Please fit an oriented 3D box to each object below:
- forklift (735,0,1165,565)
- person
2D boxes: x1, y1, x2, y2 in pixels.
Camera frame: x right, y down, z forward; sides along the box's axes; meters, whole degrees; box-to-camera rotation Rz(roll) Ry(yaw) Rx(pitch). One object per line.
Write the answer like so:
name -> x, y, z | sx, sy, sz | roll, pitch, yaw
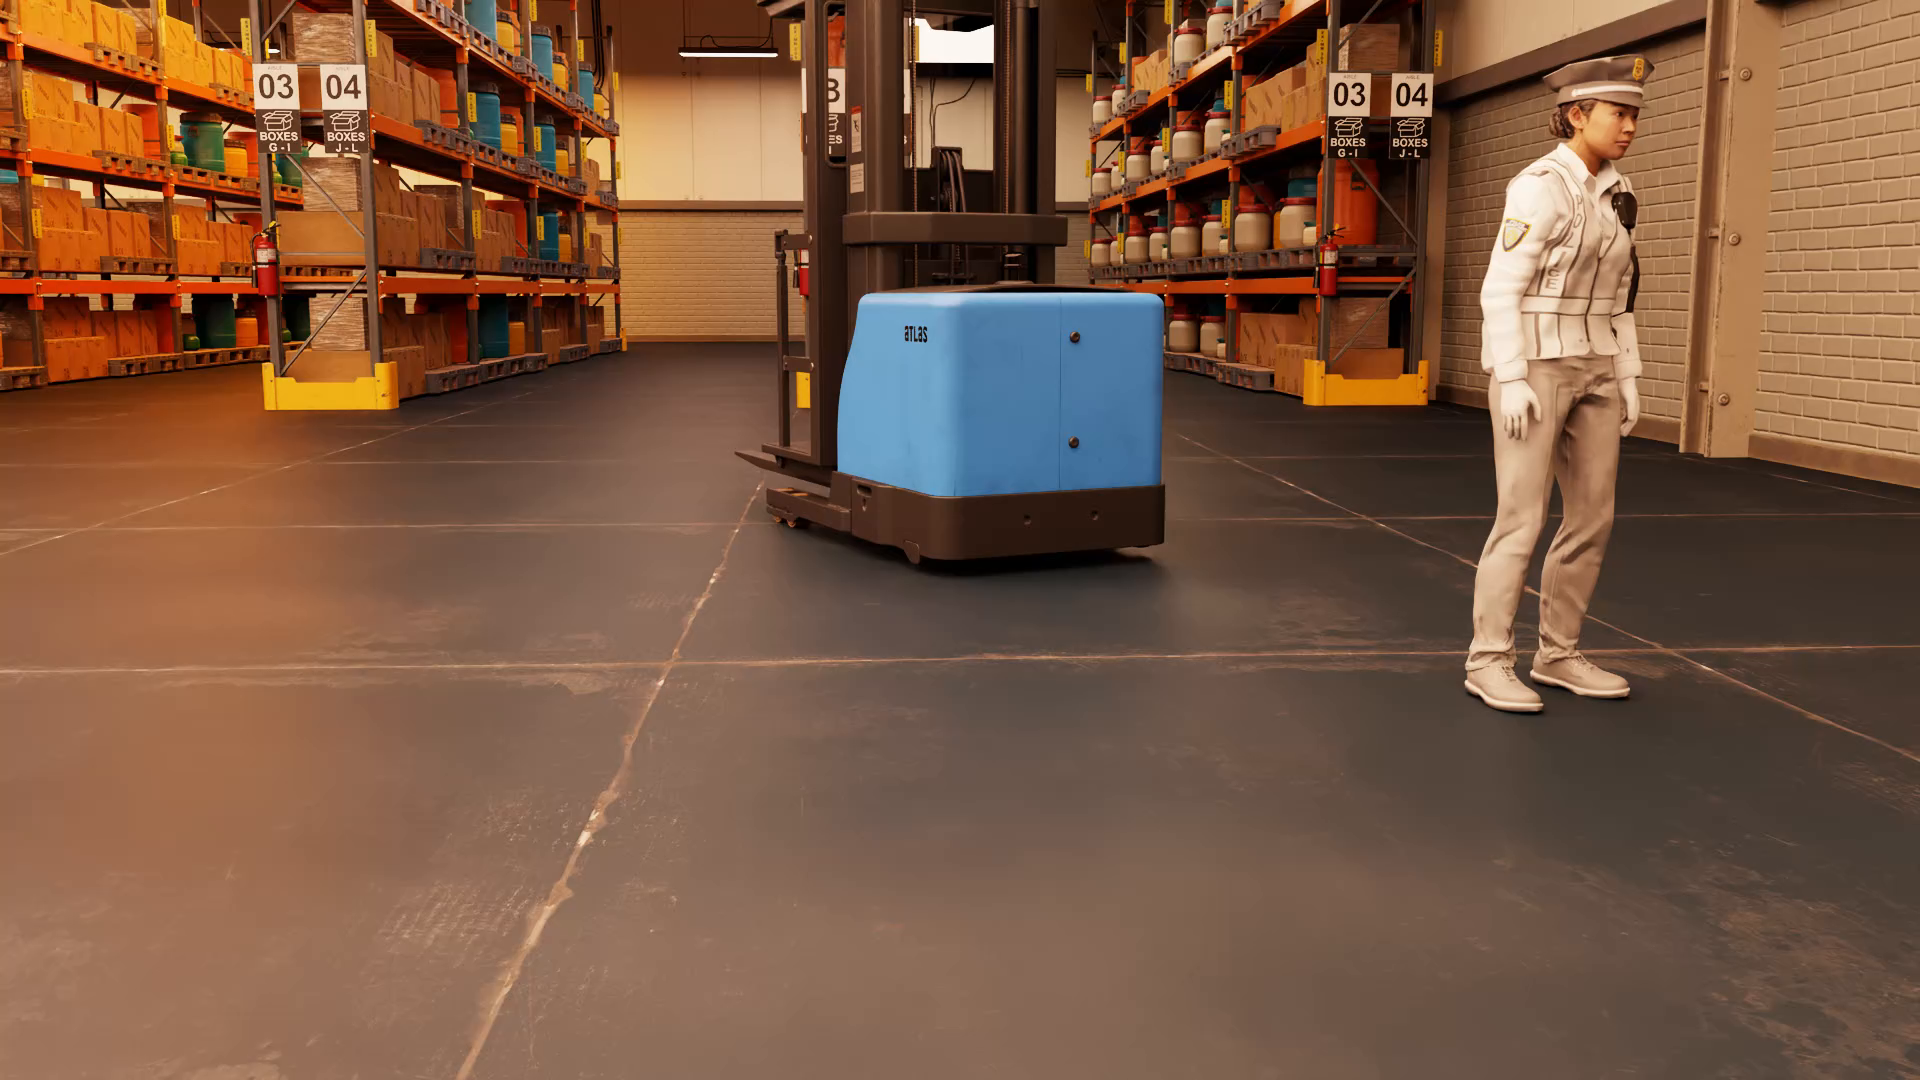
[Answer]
forklift -> -0.264, -1.530, 7.637 | 1.130, 2.935, 3.031 | -4, 9, -25
person -> 1.594, -0.410, 4.402 | 0.547, 1.667, 0.369 | -5, 10, -30
